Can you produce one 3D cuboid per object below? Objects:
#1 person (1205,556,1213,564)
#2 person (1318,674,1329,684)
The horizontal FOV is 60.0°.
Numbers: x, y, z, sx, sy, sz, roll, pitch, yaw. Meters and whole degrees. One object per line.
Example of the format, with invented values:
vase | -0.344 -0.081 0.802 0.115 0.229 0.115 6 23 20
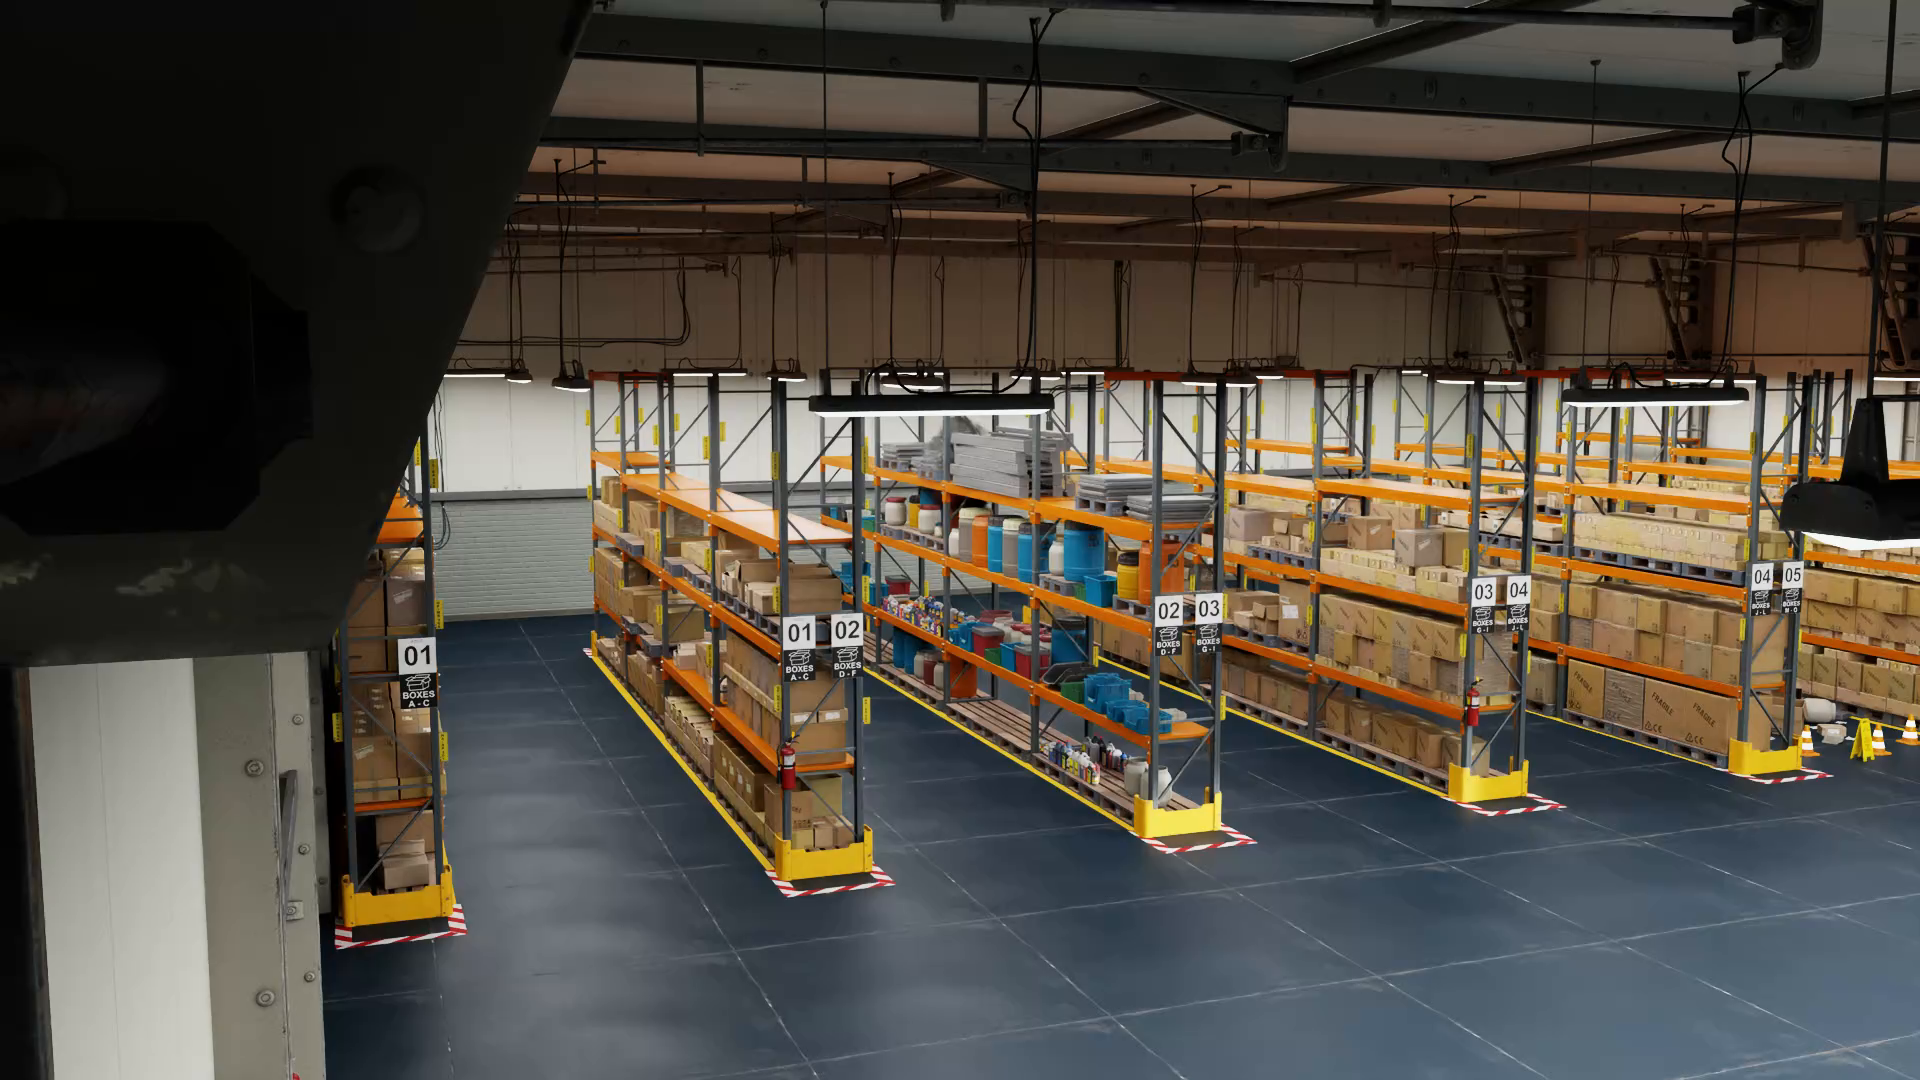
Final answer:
person | 6.242 0.854 41.322 0.974 1.727 0.766 -1 7 -12
person | 6.814 2.148 31.035 0.564 1.475 1.115 -1 6 -9
